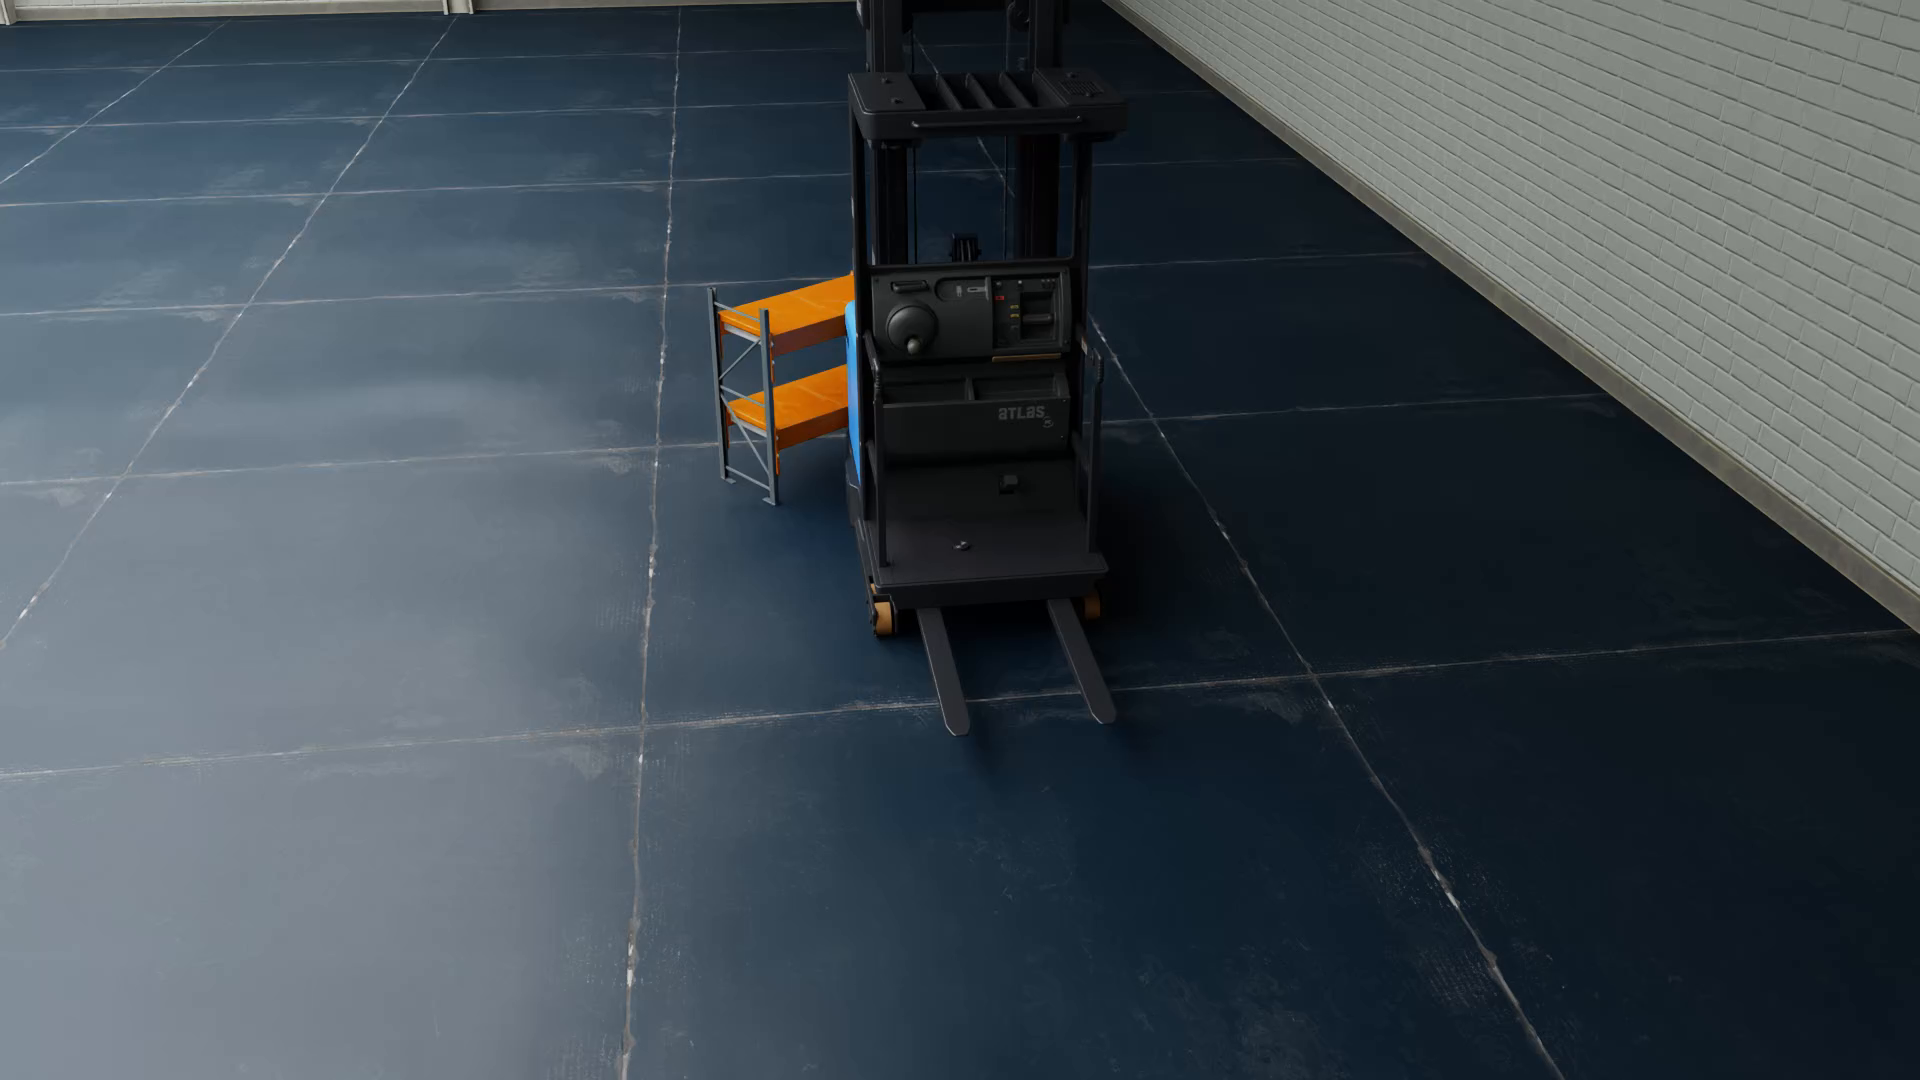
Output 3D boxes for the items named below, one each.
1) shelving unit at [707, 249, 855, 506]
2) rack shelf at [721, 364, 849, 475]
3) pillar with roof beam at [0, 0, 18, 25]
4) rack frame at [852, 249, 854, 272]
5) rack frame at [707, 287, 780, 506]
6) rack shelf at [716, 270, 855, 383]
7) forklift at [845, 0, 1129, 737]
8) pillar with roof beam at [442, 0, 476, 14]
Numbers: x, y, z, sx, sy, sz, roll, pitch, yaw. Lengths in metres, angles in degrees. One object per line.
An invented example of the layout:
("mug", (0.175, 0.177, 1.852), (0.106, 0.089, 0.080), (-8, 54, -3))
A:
("shelving unit", (-0.805, -0.934, 9.338), (1.048, 1.125, 0.538), (-23, 35, -38))
("rack shelf", (-0.805, -0.716, 9.449), (1.000, 0.278, 0.538), (-23, 35, -38))
("pillar with roof beam", (-12.237, -8.961, 16.357), (0.400, 9.000, 9.100), (-4, 27, -7))
("rack frame", (-0.436, -1.093, 9.649), (0.032, 1.125, 0.500), (-23, 35, -38))
("rack frame", (-1.174, -0.774, 9.027), (0.032, 1.125, 0.500), (-23, 35, -38))
("rack shelf", (-0.805, -1.194, 9.204), (1.000, 0.278, 0.538), (-23, 35, -38))
("forklift", (0.089, -1.020, 7.528), (1.130, 2.935, 3.031), (-4, 27, -7))
("pillar with roof beam", (-6.296, -9.343, 17.101), (0.400, 9.000, 9.100), (-4, 27, -7))
